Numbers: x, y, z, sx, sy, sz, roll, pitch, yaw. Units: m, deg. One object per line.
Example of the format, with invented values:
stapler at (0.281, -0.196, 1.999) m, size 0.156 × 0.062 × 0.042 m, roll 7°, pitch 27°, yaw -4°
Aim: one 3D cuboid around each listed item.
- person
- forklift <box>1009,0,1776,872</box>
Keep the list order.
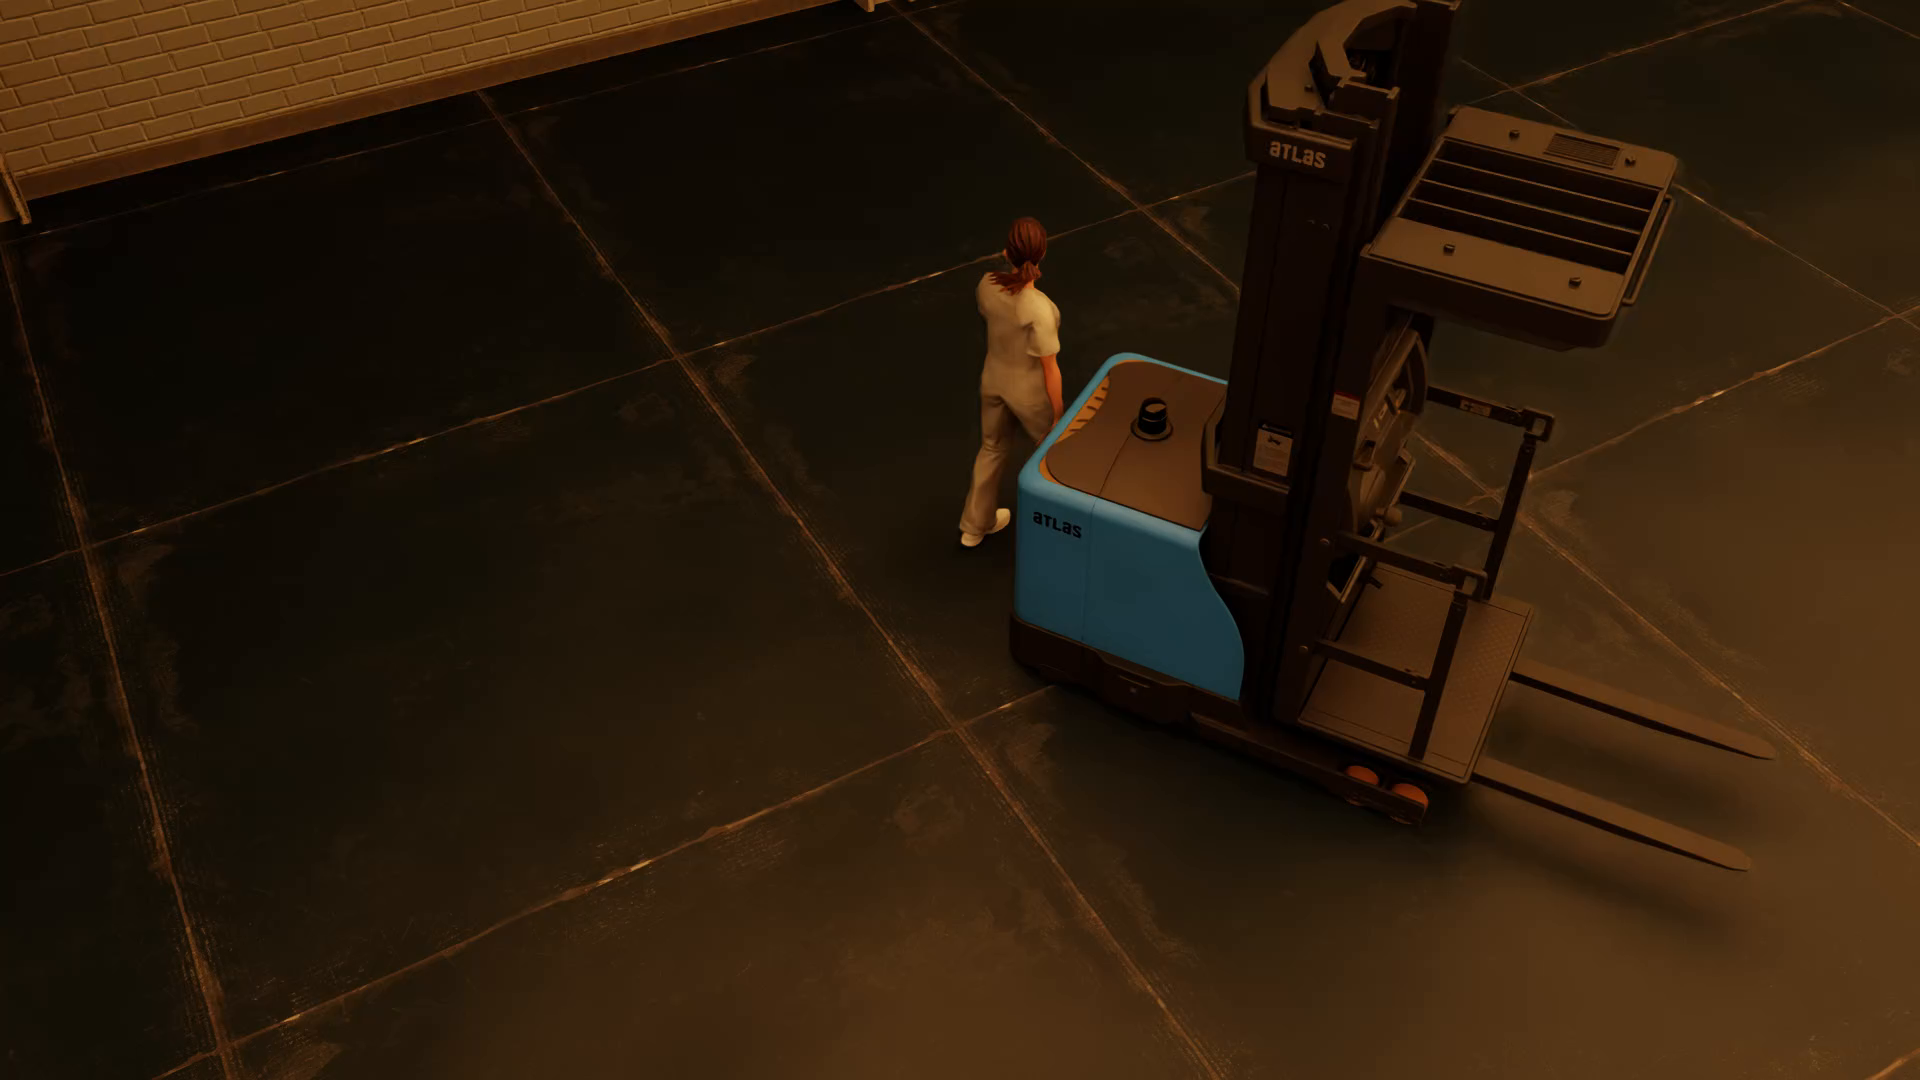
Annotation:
person at (0.346, -0.732, 7.441) m, size 0.624 × 1.640 × 0.814 m, roll 34°, pitch 53°, yaw 31°
forklift at (1.760, -0.359, 6.085) m, size 3.031 × 2.935 × 1.130 m, roll 20°, pitch 46°, yaw 20°
